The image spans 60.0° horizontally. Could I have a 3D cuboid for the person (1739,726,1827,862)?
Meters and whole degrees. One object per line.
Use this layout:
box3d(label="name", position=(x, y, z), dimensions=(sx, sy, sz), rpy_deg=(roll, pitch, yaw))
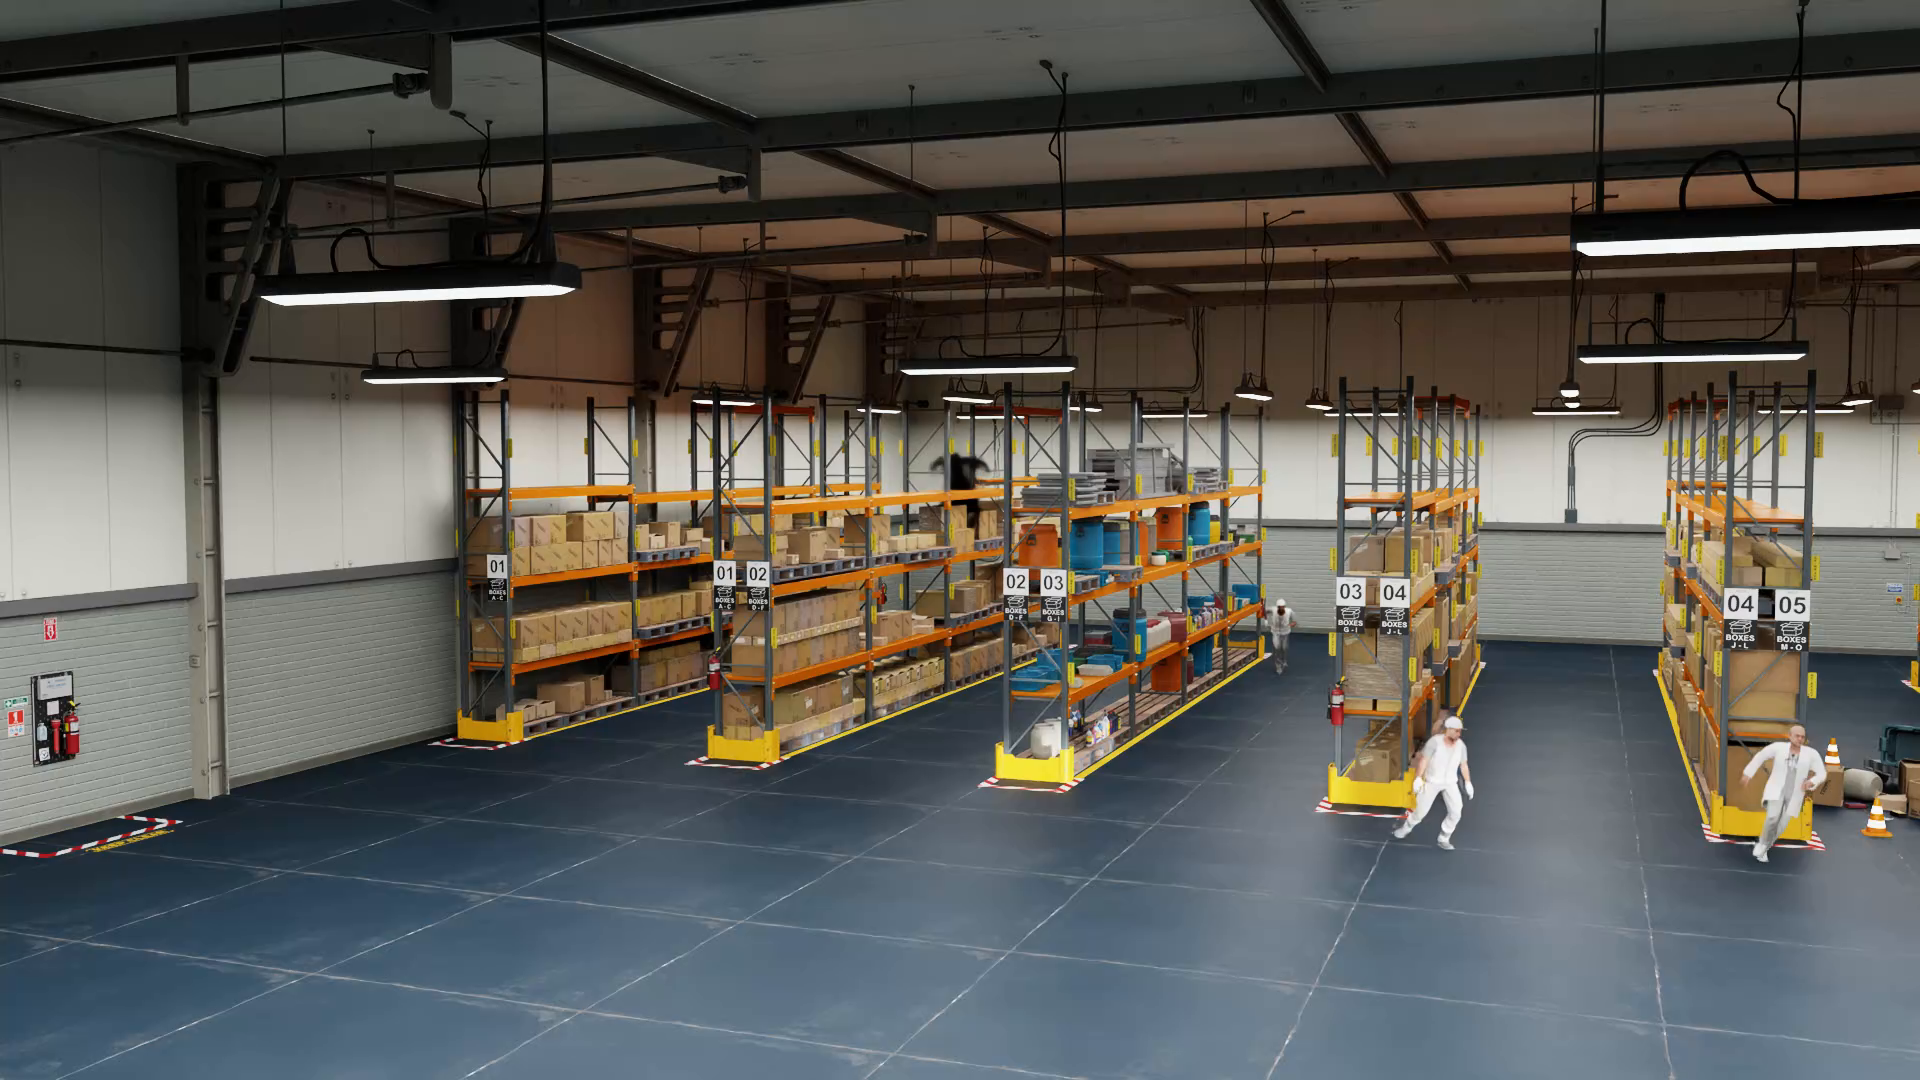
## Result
box3d(label="person", position=(9.945, 3.072, 20.044), dimensions=(0.878, 1.693, 0.755), rpy_deg=(1, 3, 12))

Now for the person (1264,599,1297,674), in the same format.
box3d(label="person", position=(7.170, 2.145, 37.241), dimensions=(0.729, 1.715, 1.010), rpy_deg=(1, 3, 12))

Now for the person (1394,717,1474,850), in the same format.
box3d(label="person", position=(5.949, 3.012, 20.820), dimensions=(0.869, 1.677, 0.796), rpy_deg=(0, 3, -5))
